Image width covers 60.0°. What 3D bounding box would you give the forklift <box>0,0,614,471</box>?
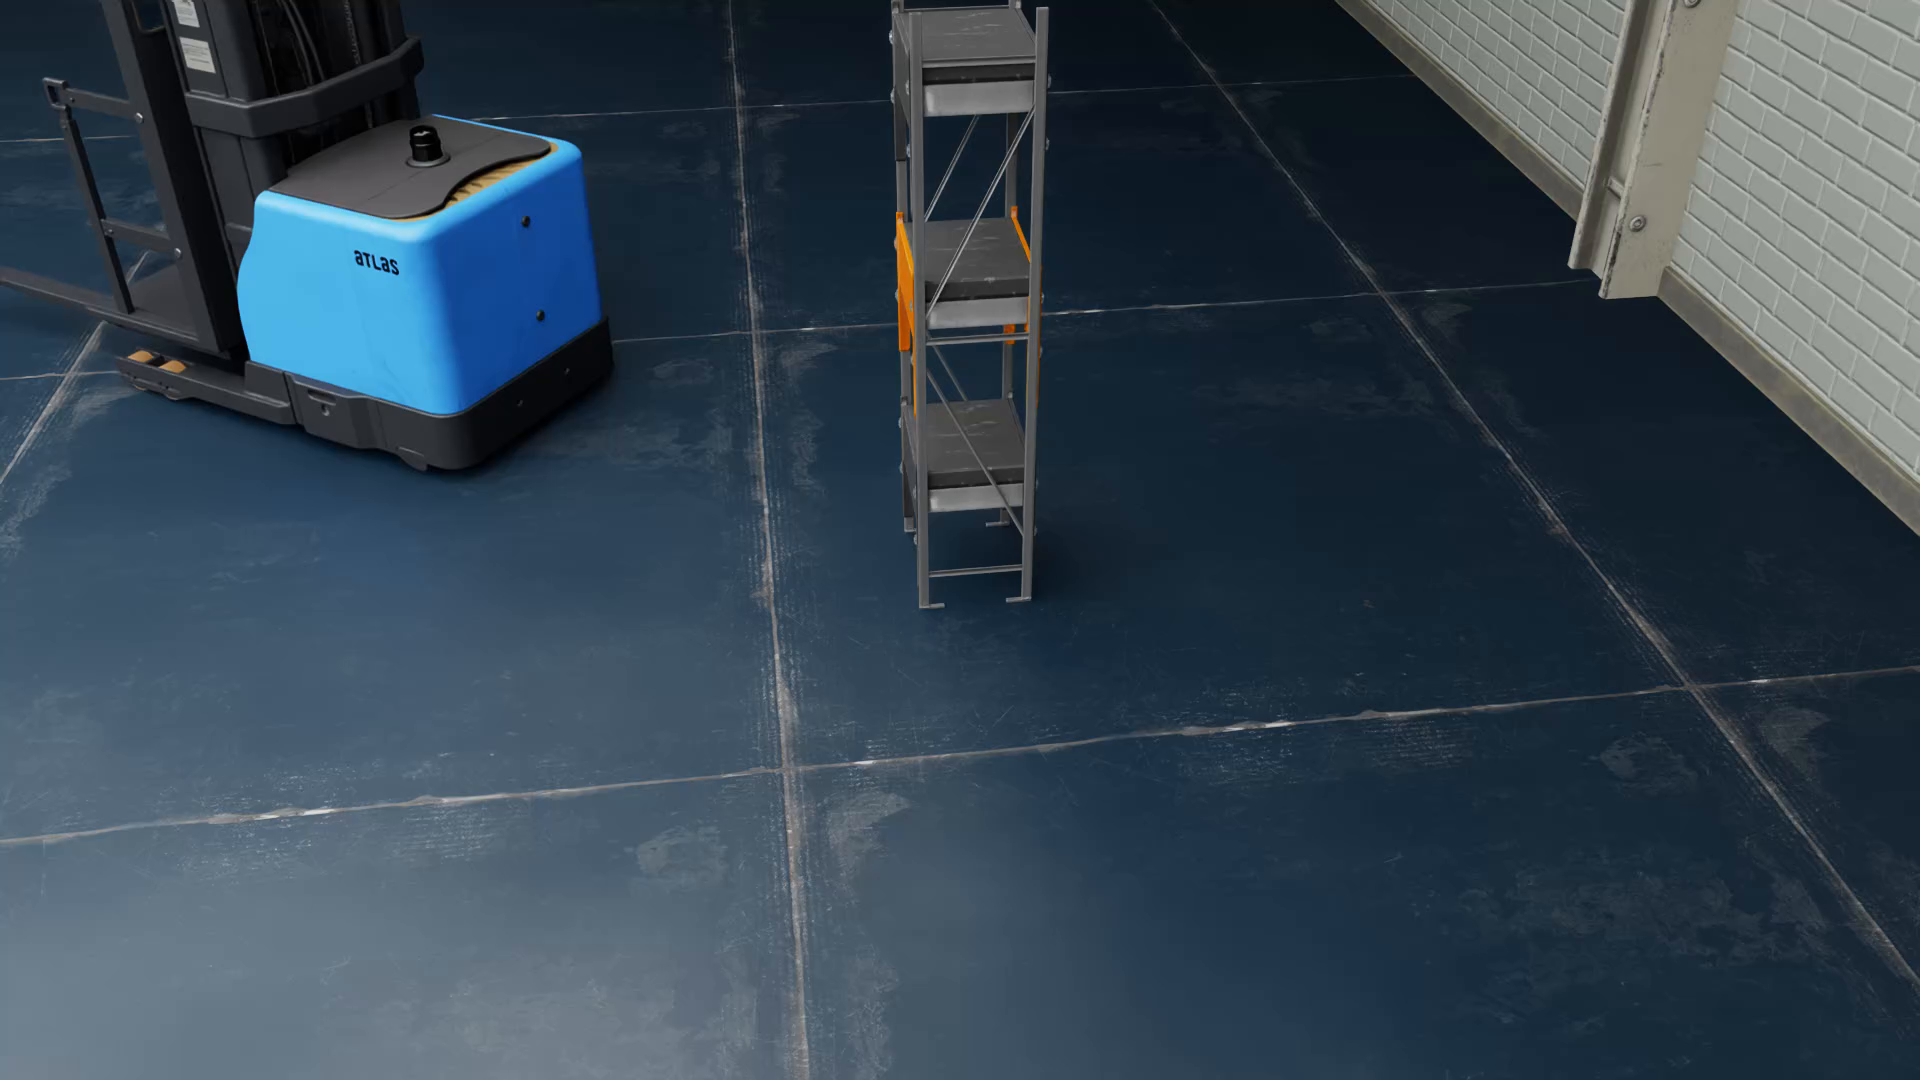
[{"bbox_3d":[-3.057,-2.057,6.665,3.031,2.935,1.130,16,37,22],"label":"forklift"}]

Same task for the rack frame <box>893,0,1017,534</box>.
[{"bbox_3d":[-0.011,-0.911,5.723,0.400,2.100,0.015,-4,35,-6],"label":"rack frame"}]

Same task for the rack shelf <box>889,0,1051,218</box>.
[{"bbox_3d":[0.022,-1.342,5.137,0.431,0.518,0.480,-4,35,-6],"label":"rack shelf"}]

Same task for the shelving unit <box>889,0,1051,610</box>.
[{"bbox_3d":[0.022,-0.775,5.523,0.431,2.100,0.503,-4,35,-6],"label":"shelving unit"}]

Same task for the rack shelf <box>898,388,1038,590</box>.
[{"bbox_3d":[0.022,-0.186,5.925,0.431,0.518,0.480,-4,35,-6],"label":"rack shelf"}]

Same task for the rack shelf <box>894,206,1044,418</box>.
[{"bbox_3d":[0.022,-0.764,5.531,0.431,0.518,0.480,-4,35,-6],"label":"rack shelf"}]

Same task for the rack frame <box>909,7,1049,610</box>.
[{"bbox_3d":[0.055,-0.639,5.323,0.400,2.100,0.015,-4,35,-6],"label":"rack frame"}]

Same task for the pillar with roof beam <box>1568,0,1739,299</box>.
[{"bbox_3d":[-1.070,-4.665,5.105,9.100,9.000,0.400,-4,35,-6],"label":"pillar with roof beam"}]
